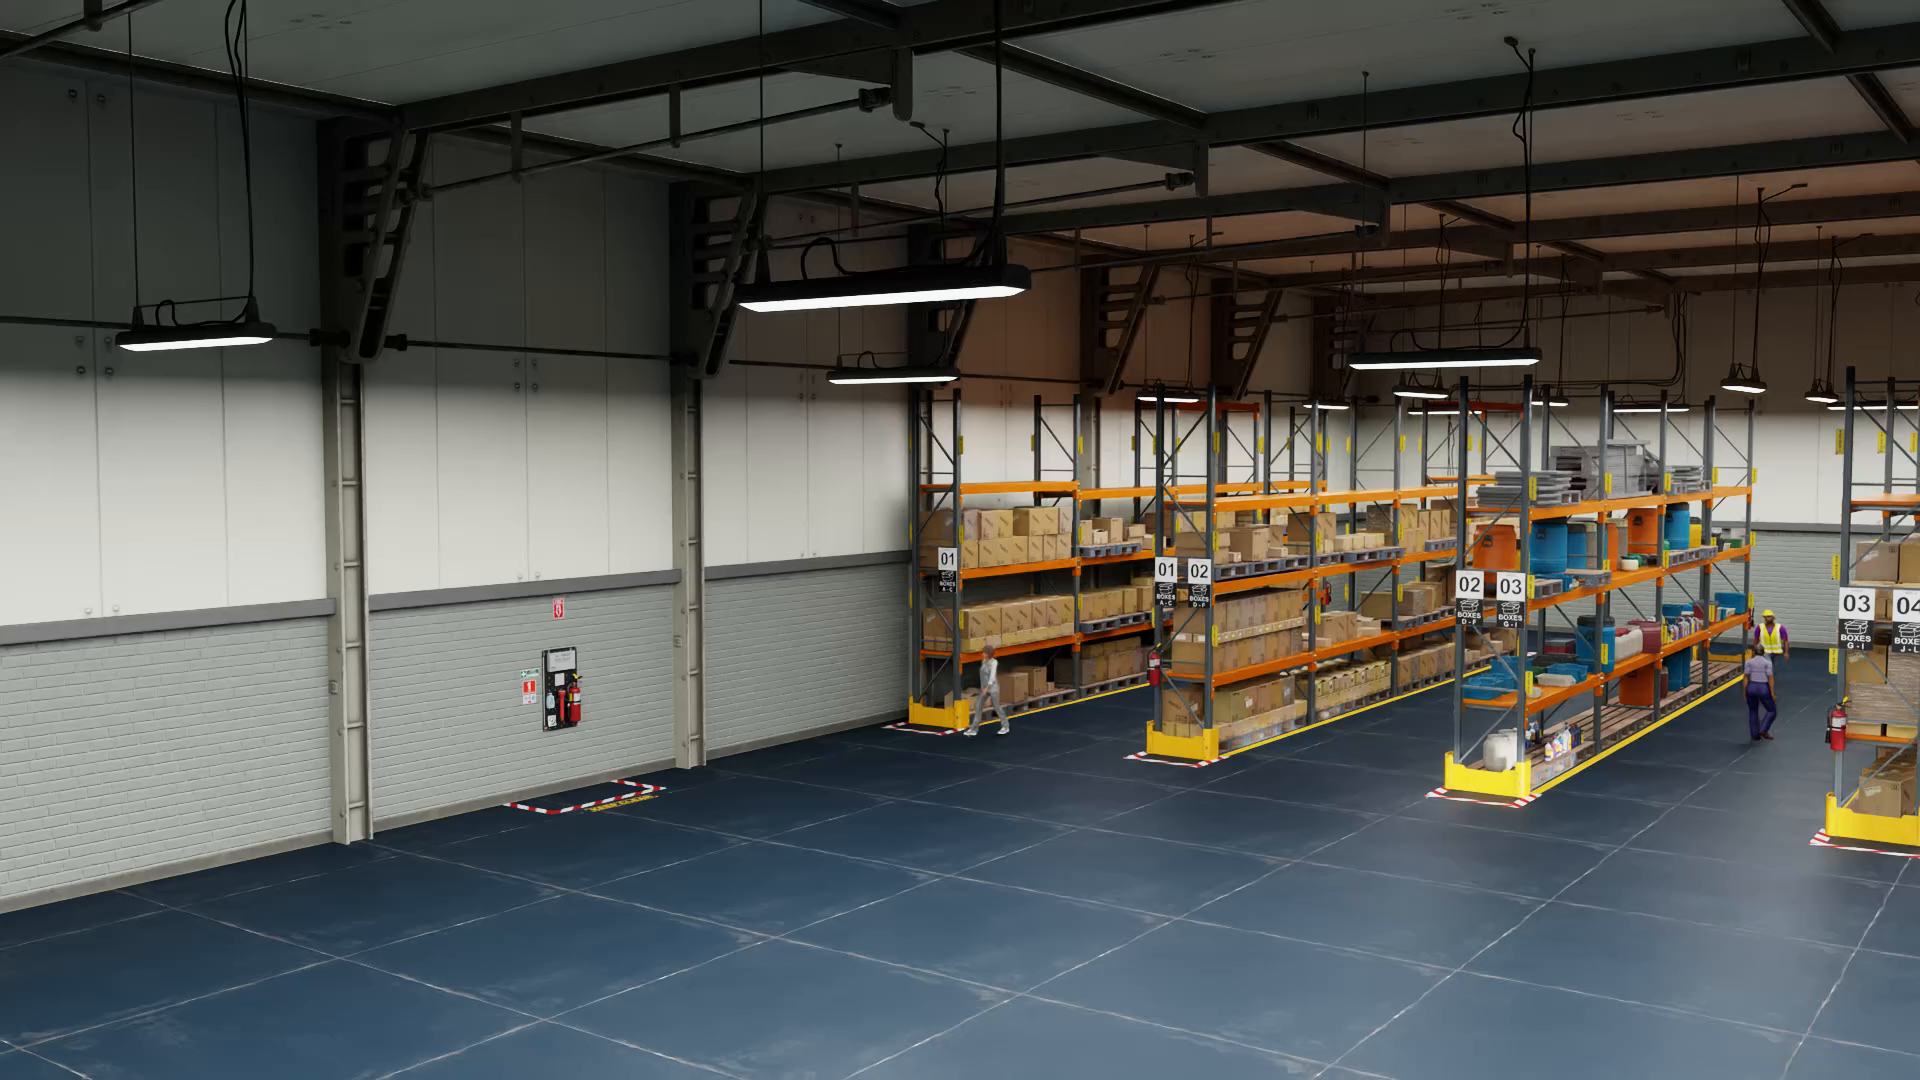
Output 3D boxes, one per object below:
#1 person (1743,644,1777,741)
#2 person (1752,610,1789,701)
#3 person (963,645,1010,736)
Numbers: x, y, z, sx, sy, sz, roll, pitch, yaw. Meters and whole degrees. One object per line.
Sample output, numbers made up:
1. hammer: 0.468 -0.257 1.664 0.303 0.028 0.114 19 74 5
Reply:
1. person: 13.509 2.585 28.103 0.538 1.646 0.499 3 4 39
2. person: 16.071 2.254 32.890 0.580 1.734 0.946 1 3 9
3. person: 0.458 2.579 28.537 0.915 1.551 0.453 -2 4 -36
